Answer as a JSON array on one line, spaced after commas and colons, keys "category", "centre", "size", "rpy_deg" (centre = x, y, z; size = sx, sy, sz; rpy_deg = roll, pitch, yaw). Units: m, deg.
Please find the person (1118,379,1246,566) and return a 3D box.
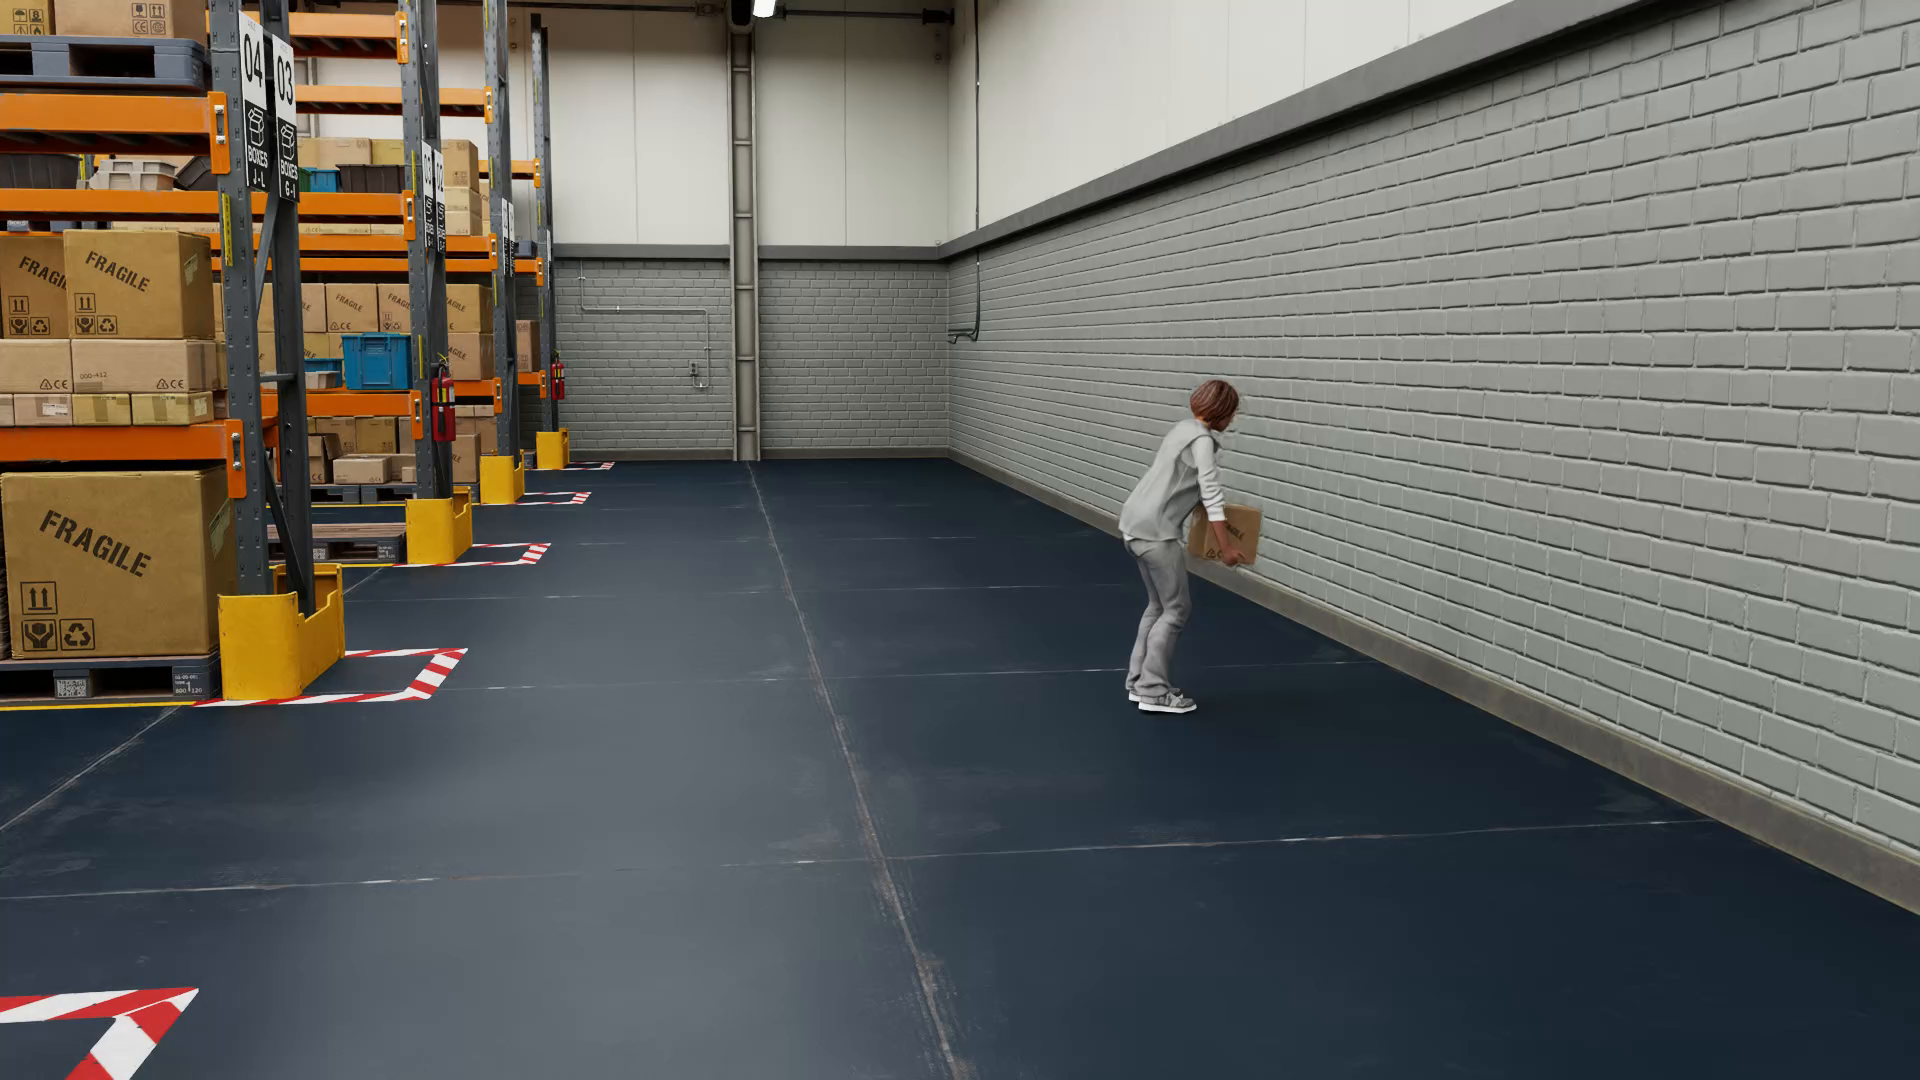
[{"category": "person", "centre": [1.010, -0.308, 7.629], "size": [0.560, 0.836, 0.370], "rpy_deg": [-1, 7, -10]}]
